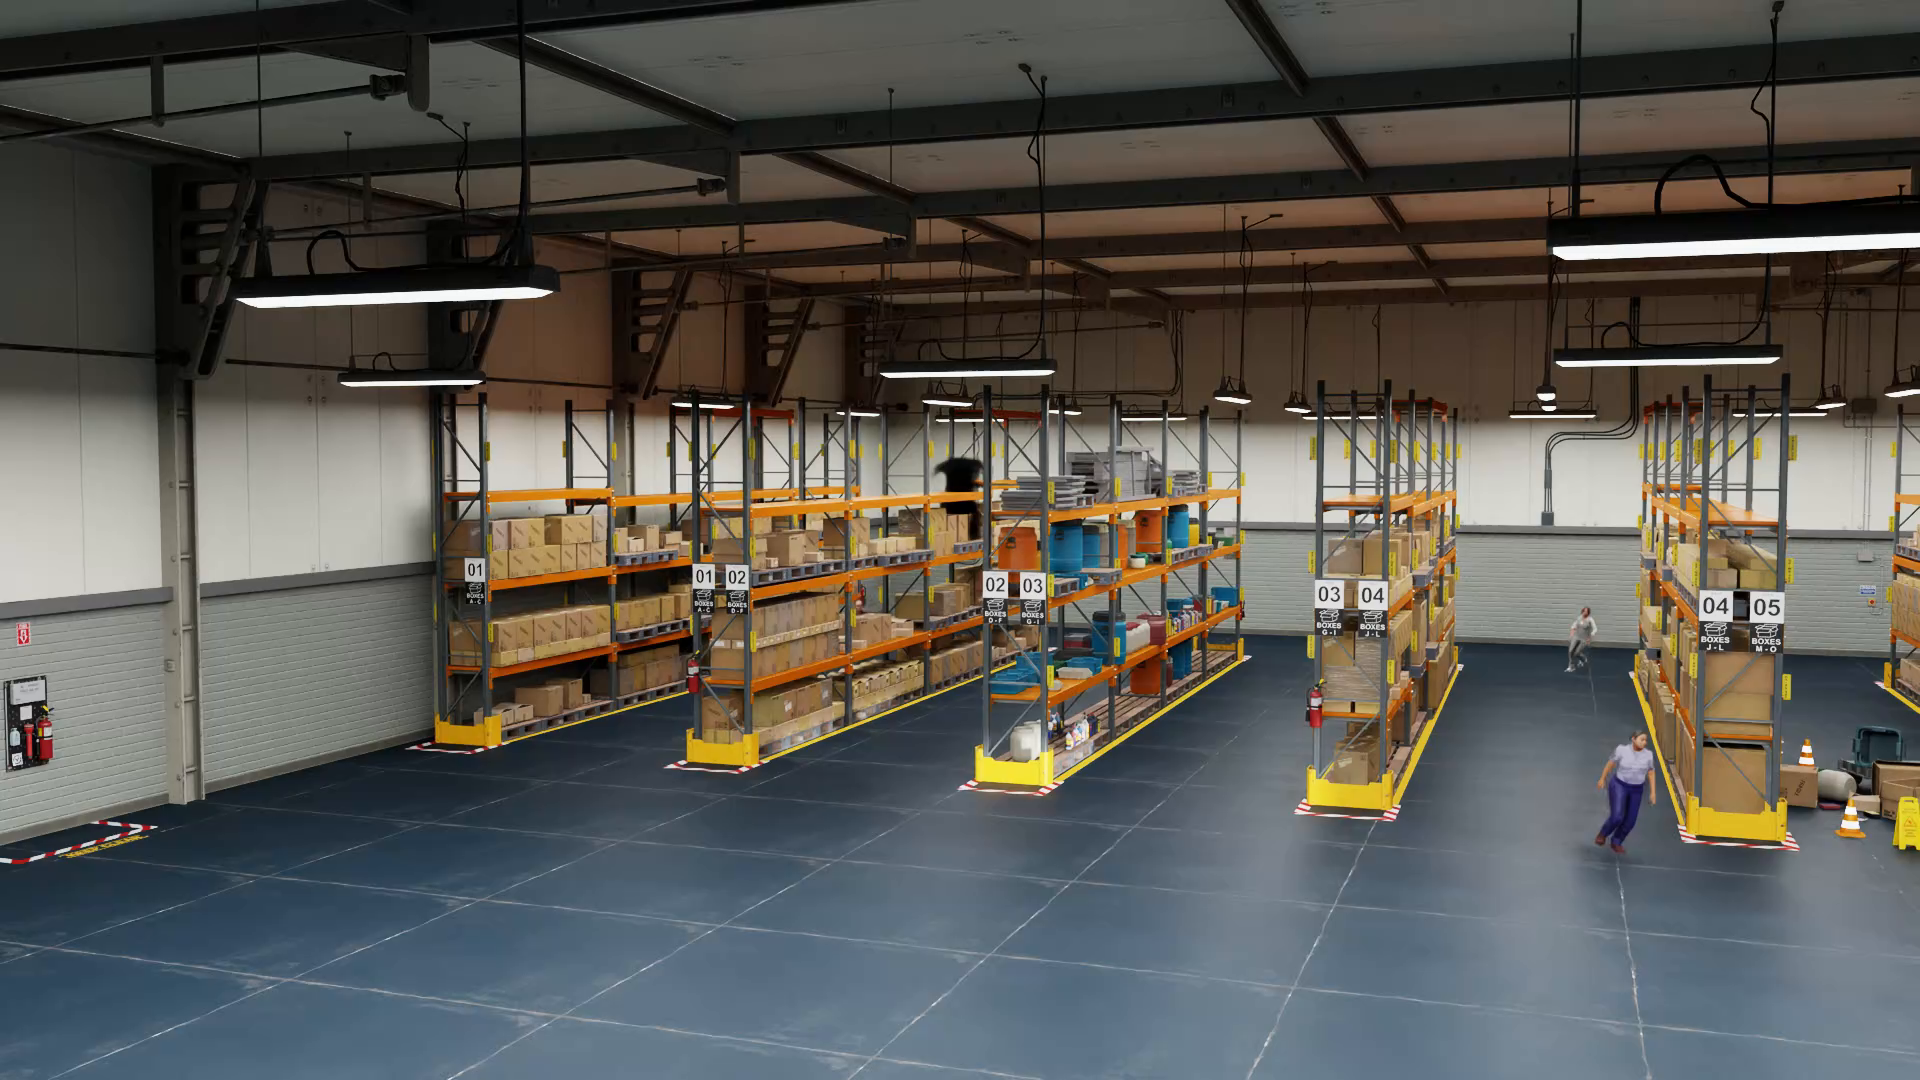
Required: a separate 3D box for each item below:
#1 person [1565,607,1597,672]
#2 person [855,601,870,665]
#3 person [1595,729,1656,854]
[{"bbox_3d":[14.141,2.258,37.706,0.539,1.526,0.631,-3,4,-40],"label":"person"},{"bbox_3d":[-2.212,2.187,36.914,0.717,1.714,0.708,0,3,8],"label":"person"},{"bbox_3d":[8.268,3.121,20.658,0.638,1.595,0.552,0,3,-4],"label":"person"}]
